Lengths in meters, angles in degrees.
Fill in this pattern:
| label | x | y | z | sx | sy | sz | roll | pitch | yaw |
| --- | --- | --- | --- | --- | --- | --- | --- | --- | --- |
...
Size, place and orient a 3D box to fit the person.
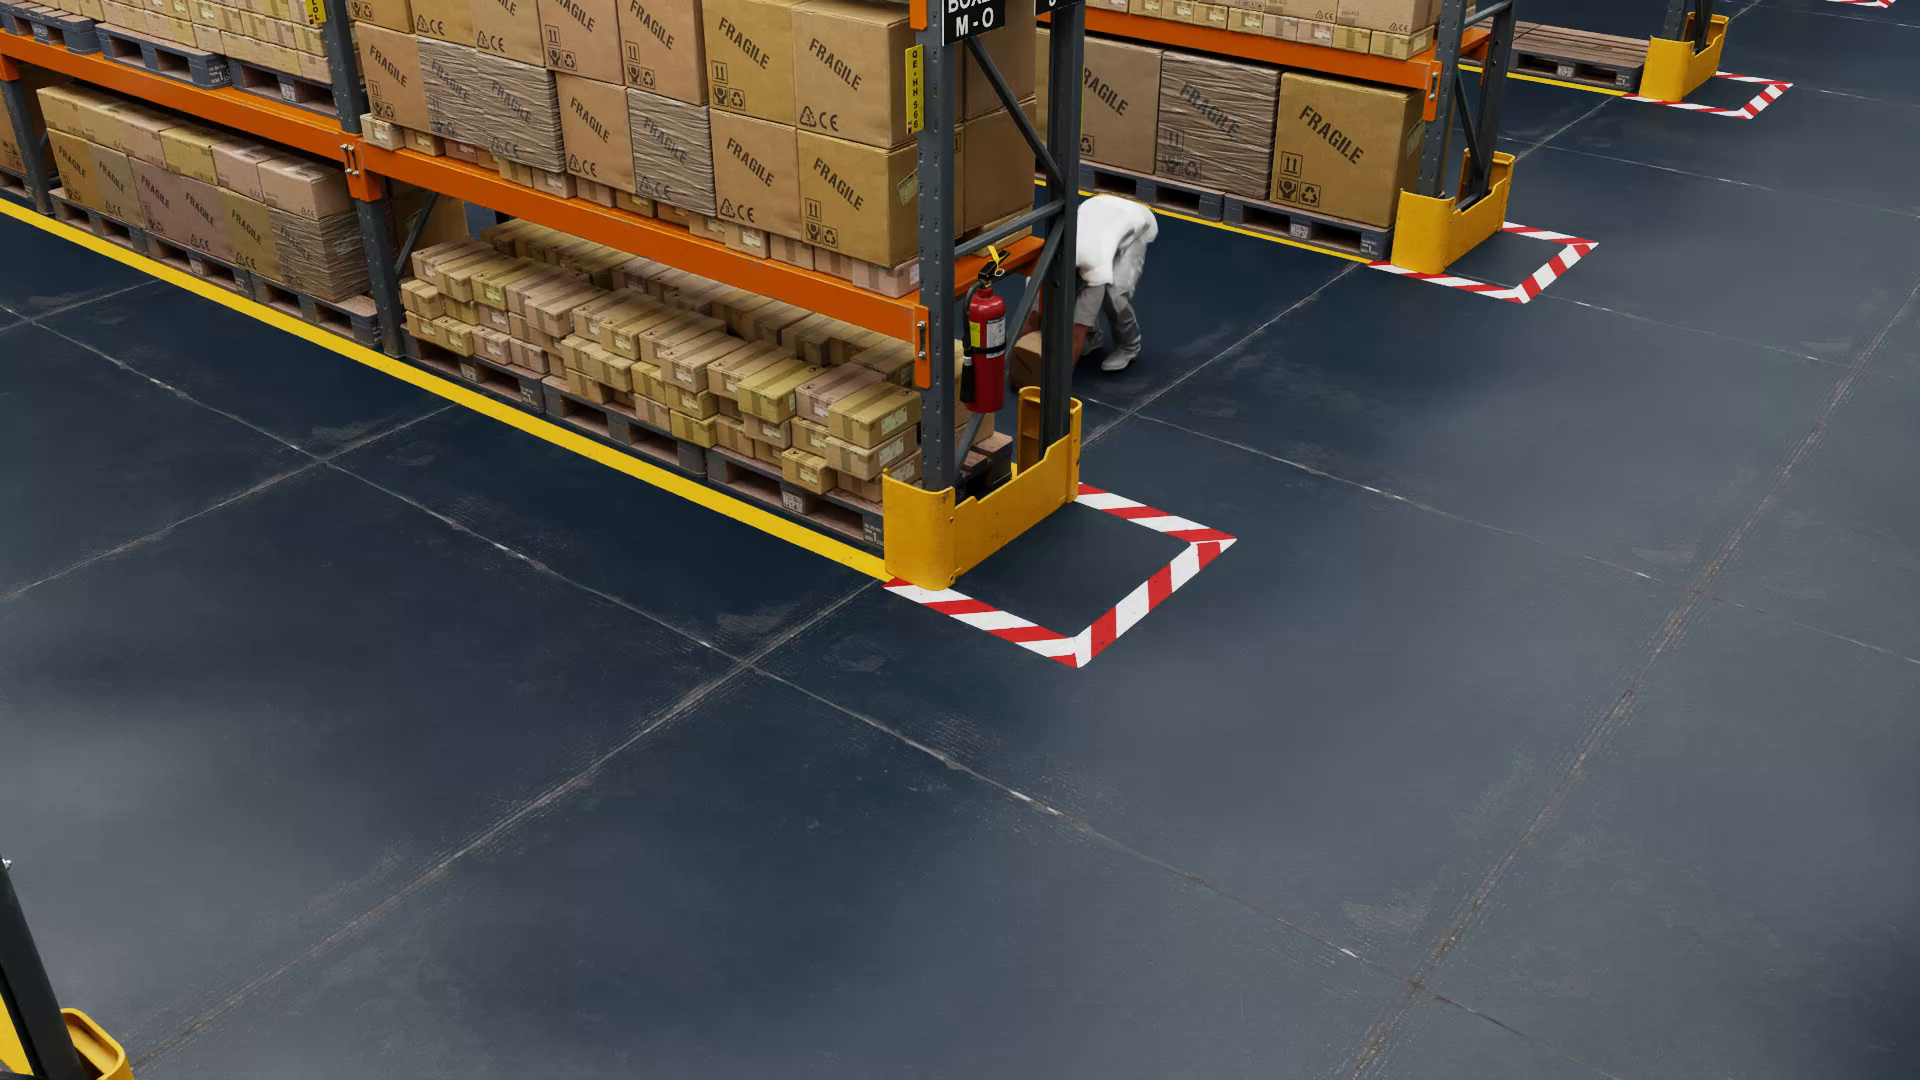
| label | x | y | z | sx | sy | sz | roll | pitch | yaw |
| --- | --- | --- | --- | --- | --- | --- | --- | --- | --- |
| person | 0.700 | -1.388 | 9.280 | 0.525 | 0.941 | 1.001 | 23 | 37 | 33 |
